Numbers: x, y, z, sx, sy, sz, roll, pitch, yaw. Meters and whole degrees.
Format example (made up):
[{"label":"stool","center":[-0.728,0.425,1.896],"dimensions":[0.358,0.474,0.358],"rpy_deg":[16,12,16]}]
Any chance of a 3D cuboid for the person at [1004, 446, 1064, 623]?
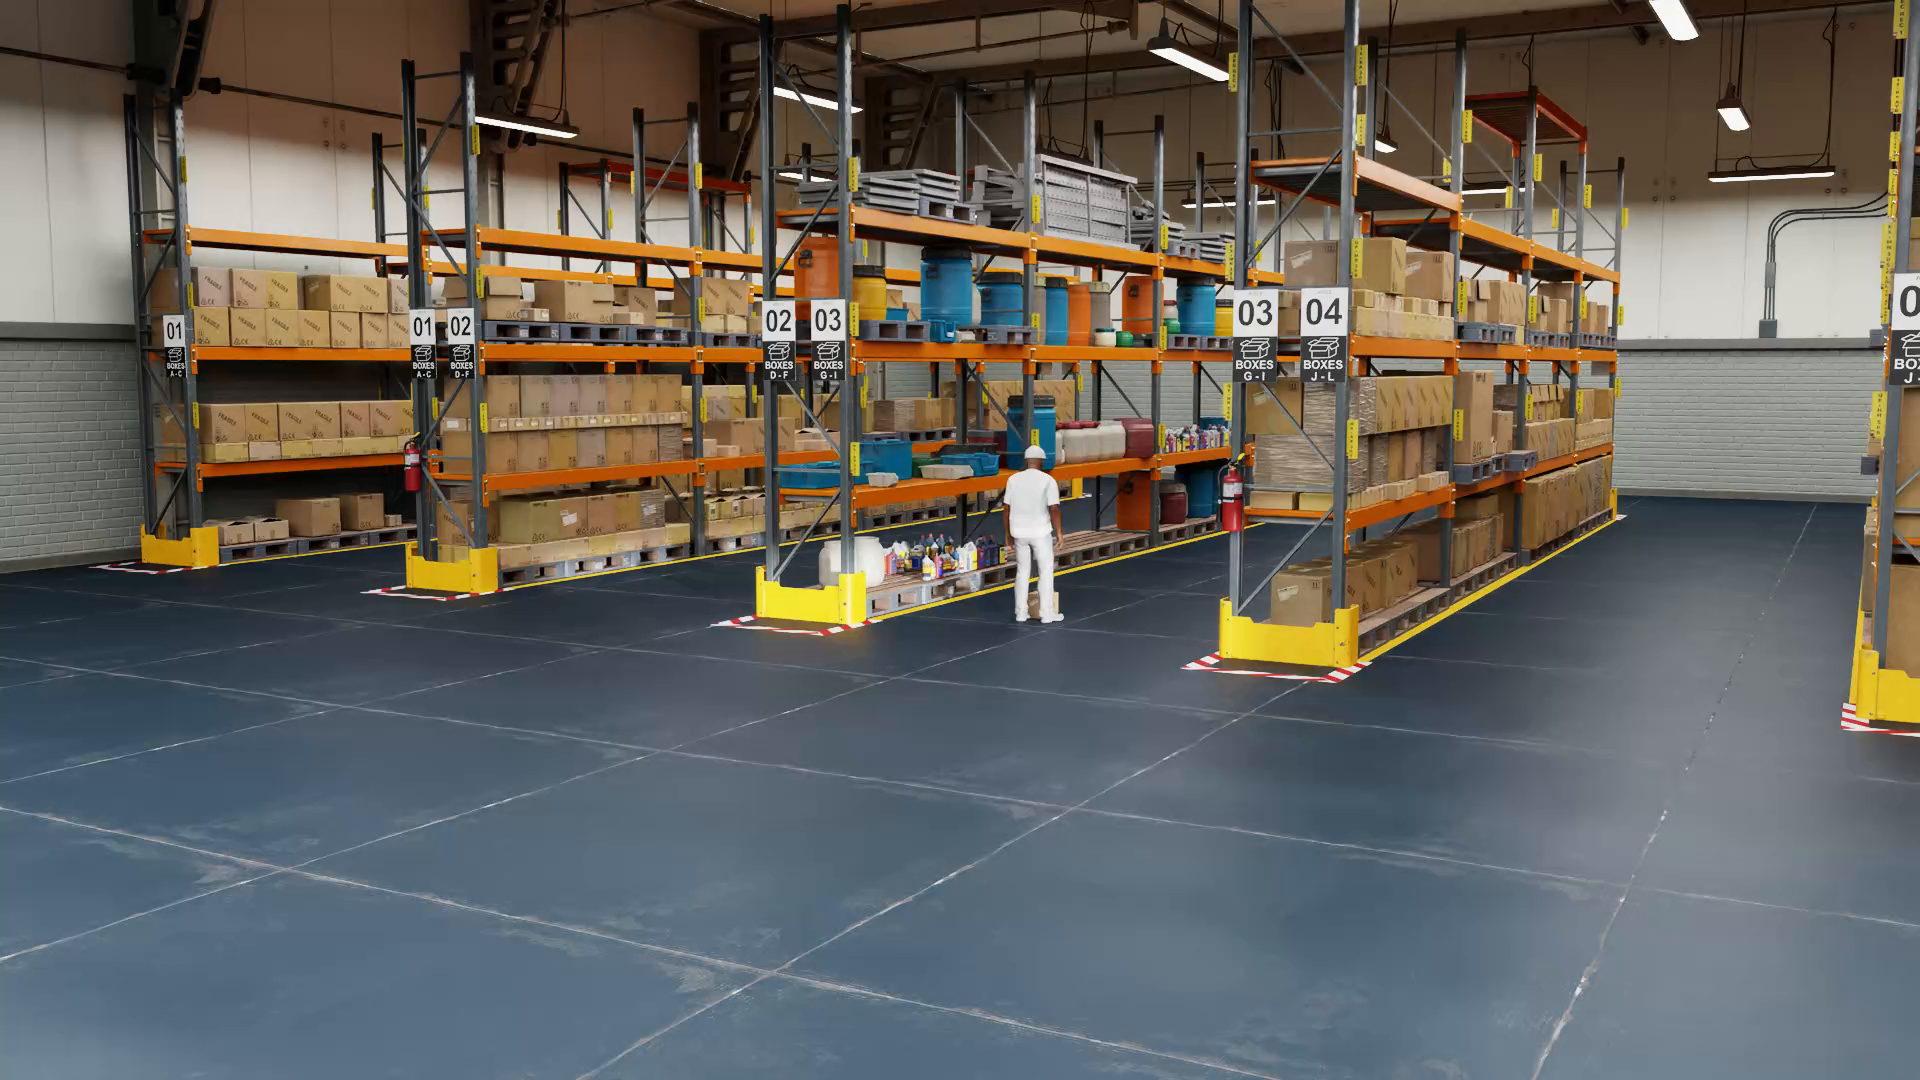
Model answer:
[{"label":"person","center":[0.744,-0.066,16.688],"dimensions":[0.631,1.760,0.463],"rpy_deg":[3,7,28]}]
